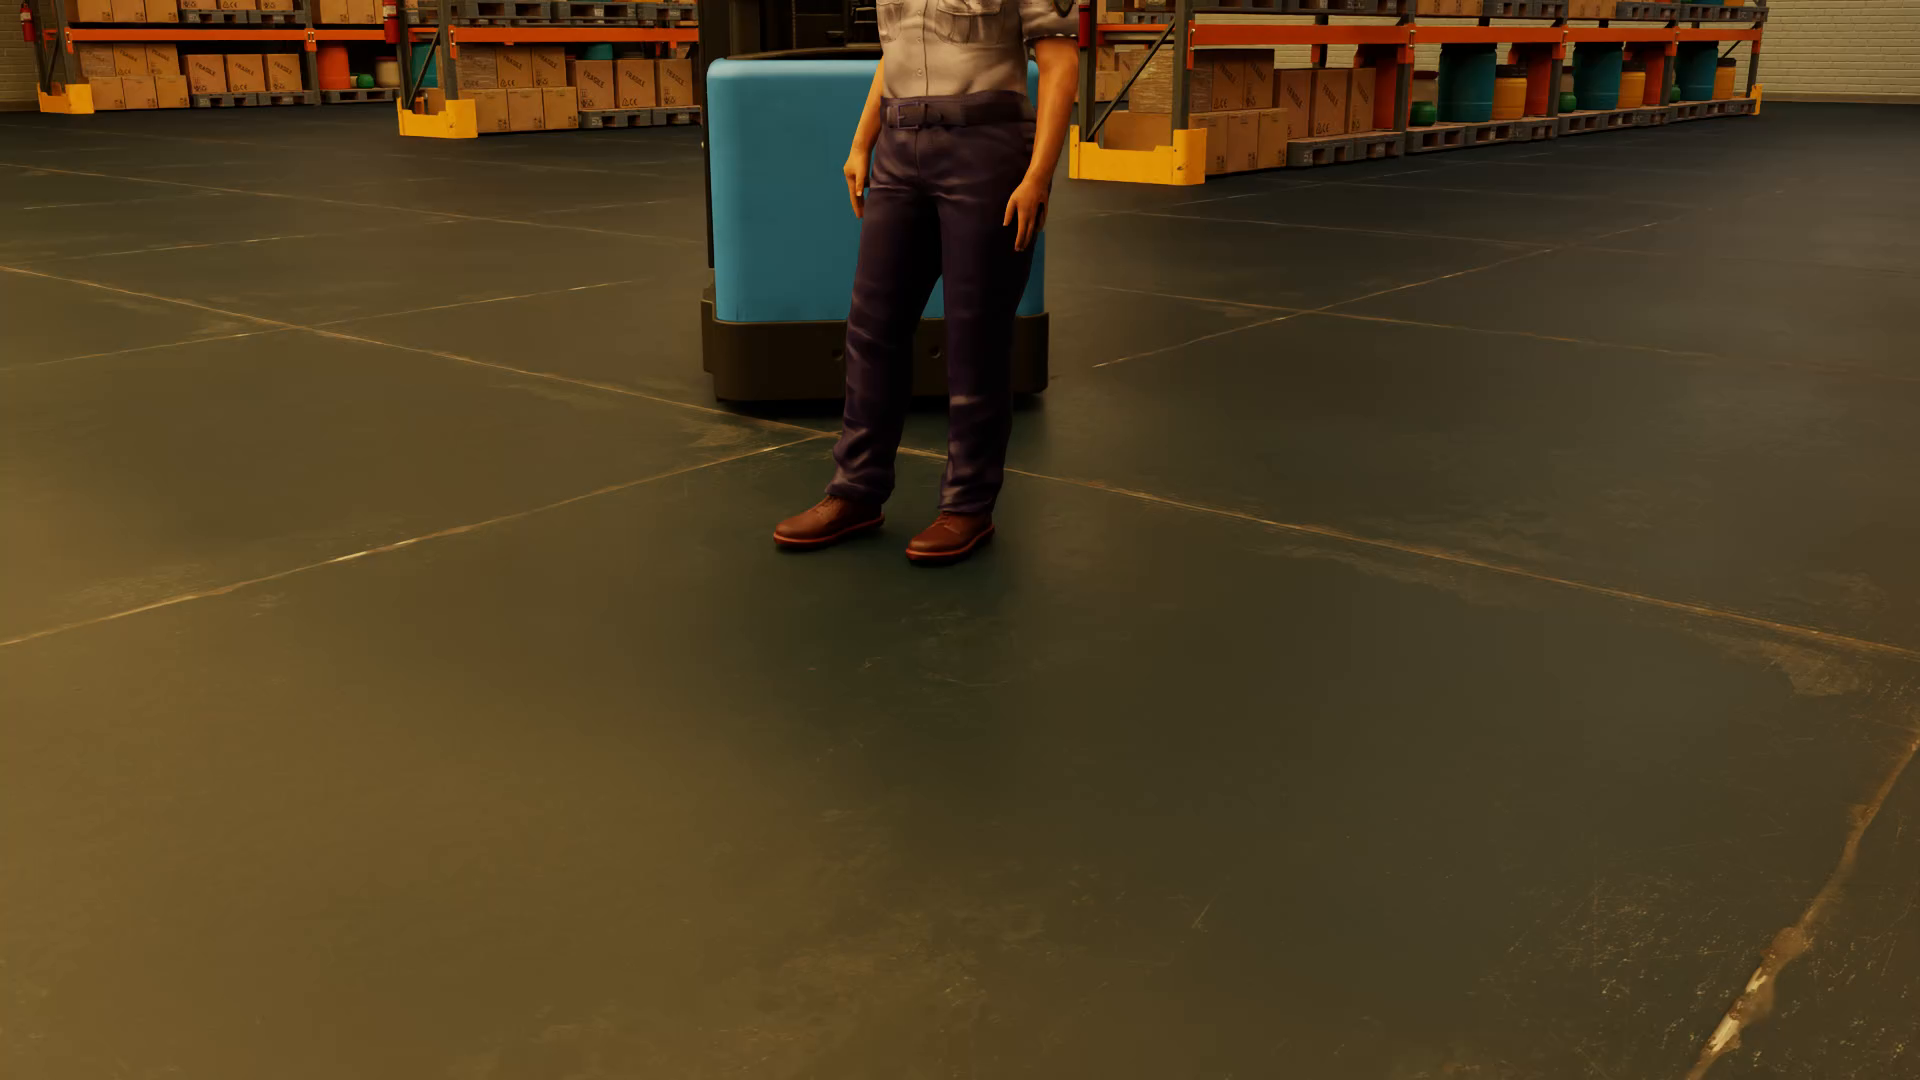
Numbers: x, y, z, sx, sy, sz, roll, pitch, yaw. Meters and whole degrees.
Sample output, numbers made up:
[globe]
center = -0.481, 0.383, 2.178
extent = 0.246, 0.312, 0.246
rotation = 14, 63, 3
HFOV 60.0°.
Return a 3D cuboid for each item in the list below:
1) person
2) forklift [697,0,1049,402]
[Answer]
[person]
center = -0.074, -0.780, 3.648
extent = 0.599, 1.650, 0.503
rotation = 13, 21, 37
[forklift]
center = -0.438, -2.212, 6.181
extent = 1.130, 2.935, 3.031
rotation = -2, 17, -8
